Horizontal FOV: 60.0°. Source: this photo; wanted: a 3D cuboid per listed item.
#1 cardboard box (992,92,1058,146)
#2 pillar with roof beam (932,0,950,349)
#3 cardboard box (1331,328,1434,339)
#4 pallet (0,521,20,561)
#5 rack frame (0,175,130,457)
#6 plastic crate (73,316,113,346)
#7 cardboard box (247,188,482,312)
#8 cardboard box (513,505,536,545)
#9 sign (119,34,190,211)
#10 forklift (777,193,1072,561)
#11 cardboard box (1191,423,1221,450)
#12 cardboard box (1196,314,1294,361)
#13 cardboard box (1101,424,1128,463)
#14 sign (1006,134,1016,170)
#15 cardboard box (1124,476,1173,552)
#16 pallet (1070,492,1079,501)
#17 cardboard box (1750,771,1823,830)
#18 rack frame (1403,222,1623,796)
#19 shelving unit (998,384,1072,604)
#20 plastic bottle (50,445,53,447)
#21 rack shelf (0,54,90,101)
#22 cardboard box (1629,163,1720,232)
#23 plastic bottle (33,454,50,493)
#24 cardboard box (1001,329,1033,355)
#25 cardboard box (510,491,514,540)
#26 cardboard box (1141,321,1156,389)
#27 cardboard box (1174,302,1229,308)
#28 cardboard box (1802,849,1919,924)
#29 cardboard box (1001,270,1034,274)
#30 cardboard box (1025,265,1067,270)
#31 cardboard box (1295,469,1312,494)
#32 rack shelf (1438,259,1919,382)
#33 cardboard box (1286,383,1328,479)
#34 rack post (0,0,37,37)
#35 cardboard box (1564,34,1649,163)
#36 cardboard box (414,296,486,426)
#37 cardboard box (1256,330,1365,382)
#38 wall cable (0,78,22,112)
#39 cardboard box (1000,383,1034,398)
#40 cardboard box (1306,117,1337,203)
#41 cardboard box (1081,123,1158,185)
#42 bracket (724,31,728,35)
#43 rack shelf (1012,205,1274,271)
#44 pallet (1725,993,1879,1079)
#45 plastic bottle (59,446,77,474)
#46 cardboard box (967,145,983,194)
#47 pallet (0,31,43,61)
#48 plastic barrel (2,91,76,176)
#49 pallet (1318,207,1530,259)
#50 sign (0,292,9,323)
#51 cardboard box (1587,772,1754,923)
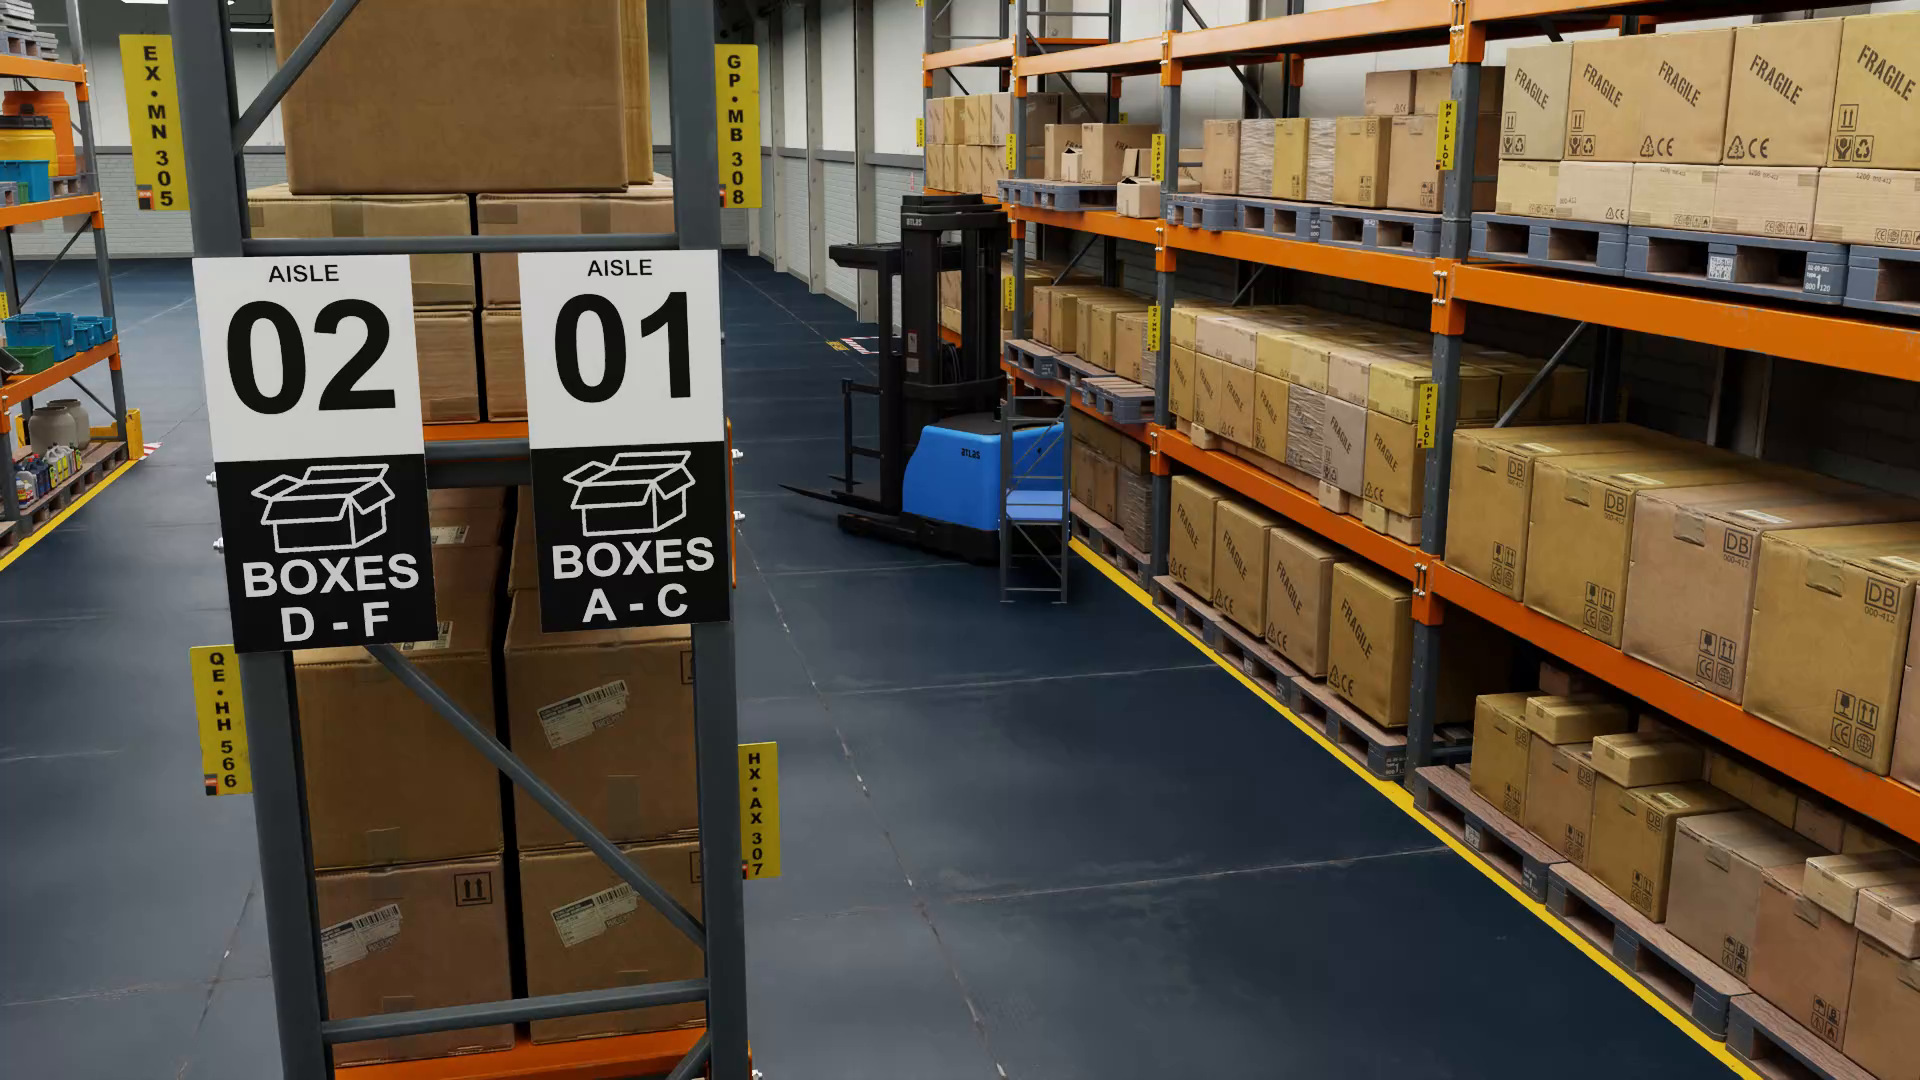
[{"bbox_3d":[0.627,-4.081,16.131,0.500,0.500,0.500,-5,14,-18],"label":"cardboard box"},{"bbox_3d":[-4.519,-6.847,23.493,9.100,9.000,0.400,-3,14,-13],"label":"pillar with roof beam"},{"bbox_3d":[2.662,-1.178,10.468,0.500,0.250,0.500,-4,14,-15],"label":"cardboard box"},{"bbox_3d":[-8.399,0.106,13.547,1.003,0.211,1.213,-3,14,-13],"label":"pallet"},{"bbox_3d":[-9.561,-2.350,17.725,1.000,3.000,0.127,-3,14,-13],"label":"rack frame"},{"bbox_3d":[-9.152,-2.179,17.339,0.499,0.251,0.616,-3,14,-13],"label":"plastic crate"},{"bbox_3d":[-1.356,-0.666,3.773,0.500,0.250,0.500,-3,14,-13],"label":"cardboard box"},{"bbox_3d":[-1.078,0.179,5.058,0.500,0.500,0.500,-3,14,-12],"label":"cardboard box"},{"bbox_3d":[-1.532,-0.795,3.175,0.100,0.325,0.005,-3,14,-13],"label":"sign"},{"bbox_3d":[-0.433,-1.531,14.518,1.130,2.935,3.031,-13,19,-42],"label":"forklift"},{"bbox_3d":[1.831,-0.731,11.585,0.380,0.149,0.250,-3,14,-11],"label":"cardboard box"},{"bbox_3d":[1.931,-1.381,11.298,0.500,0.250,0.500,-3,14,-14],"label":"cardboard box"},{"bbox_3d":[1.530,-0.837,14.292,0.500,0.250,0.500,-3,14,-13],"label":"cardboard box"},{"bbox_3d":[0.483,-3.656,15.660,0.100,0.325,0.005,-3,14,-13],"label":"sign"},{"bbox_3d":[1.728,-0.219,13.344,0.700,0.500,0.500,-3,14,-12],"label":"cardboard box"},{"bbox_3d":[1.193,-0.445,15.805,1.003,0.211,1.213,-3,14,-13],"label":"pallet"},{"bbox_3d":[3.489,1.054,6.810,0.380,0.149,0.250,-3,14,-13],"label":"cardboard box"},{"bbox_3d":[2.887,-0.134,8.655,1.000,3.000,0.127,-3,14,-13],"label":"rack frame"},{"bbox_3d":[0.588,-0.378,12.812,0.538,1.500,1.048,1,14,4],"label":"shelving unit"},{"bbox_3d":[-8.774,-0.779,16.092,0.061,0.283,0.133,-3,14,-13],"label":"plastic bottle"},{"bbox_3d":[-9.091,-4.259,15.258,1.077,0.370,4.000,-3,14,-13],"label":"rack shelf"},{"bbox_3d":[3.027,-1.360,6.575,0.500,0.250,0.500,-4,14,-15],"label":"cardboard box"},{"bbox_3d":[-8.452,-0.607,15.246,0.144,0.351,0.185,-4,14,-16],"label":"plastic bottle"},{"bbox_3d":[0.603,-2.009,16.602,0.500,0.250,0.500,-3,14,-13],"label":"cardboard box"},{"bbox_3d":[-1.848,-0.029,5.909,0.500,0.500,0.500,-4,14,-15],"label":"cardboard box"},{"bbox_3d":[1.828,-1.427,12.809,0.700,0.500,0.500,-5,15,-20],"label":"cardboard box"},{"bbox_3d":[1.838,-1.712,12.610,0.380,0.149,0.250,-5,15,-21],"label":"cardboard box"},{"bbox_3d":[3.297,1.250,6.006,0.380,0.149,0.250,-3,14,-12],"label":"cardboard box"},{"bbox_3d":[0.474,-2.487,16.981,0.500,0.500,0.500,-3,14,-14],"label":"cardboard box"},{"bbox_3d":[0.872,-2.635,17.588,0.500,0.500,0.500,-3,14,-12],"label":"cardboard box"},{"bbox_3d":[2.277,-0.379,10.146,0.380,0.149,0.250,-4,14,-15],"label":"cardboard box"},{"bbox_3d":[3.357,-0.780,6.495,1.077,0.370,4.000,-3,14,-13],"label":"rack shelf"},{"bbox_3d":[2.295,-0.663,9.939,0.500,0.500,0.500,-3,14,-13],"label":"cardboard box"},{"bbox_3d":[-9.075,-4.782,15.200,0.937,0.300,0.954,-4,14,-14],"label":"rack post"},{"bbox_3d":[2.909,-1.837,6.945,0.500,0.500,0.500,-4,14,-14],"label":"cardboard box"},{"bbox_3d":[-1.364,-0.422,3.831,0.500,0.250,0.500,-3,14,-13],"label":"cardboard box"},{"bbox_3d":[2.178,-1.148,10.346,0.500,0.250,0.500,-4,14,-14],"label":"cardboard box"},{"bbox_3d":[-26.765,-13.799,44.782,2.305,6.003,0.169,-3,14,-13],"label":"wall cable"},{"bbox_3d":[0.402,-1.433,18.314,0.700,0.500,0.500,-4,14,-17],"label":"cardboard box"},{"bbox_3d":[2.539,-2.306,10.089,0.700,0.500,0.500,-3,14,-13],"label":"cardboard box"},{"bbox_3d":[1.349,-3.274,14.092,0.500,0.500,0.500,-4,14,-15],"label":"cardboard box"},{"bbox_3d":[-6.832,-14.859,48.702,0.076,0.066,3.189,-3,14,-13],"label":"bracket"},{"bbox_3d":[1.478,-2.626,14.050,1.077,0.370,4.000,-3,14,-13],"label":"rack shelf"},{"bbox_3d":[3.563,1.963,5.946,1.003,0.211,1.213,-3,14,-13],"label":"pallet"},{"bbox_3d":[-8.671,-0.782,16.118,0.152,0.276,0.135,-3,14,-13],"label":"plastic bottle"},{"bbox_3d":[0.376,-3.841,17.254,0.500,0.500,0.500,-4,14,-15],"label":"cardboard box"},{"bbox_3d":[-9.132,-4.526,15.233,1.003,0.211,1.213,-3,14,-13],"label":"pallet"},{"bbox_3d":[-9.323,-4.115,16.839,0.600,0.830,0.708,-3,14,-13],"label":"plastic barrel"},{"bbox_3d":[2.624,-1.707,9.176,0.805,0.209,1.217,-4,14,-15],"label":"pallet"},{"bbox_3d":[-10.097,-2.455,17.571,0.100,0.325,0.005,-3,14,-13],"label":"sign"},{"bbox_3d":[3.196,1.289,7.212,0.700,0.500,0.500,-3,14,-12],"label":"cardboard box"}]
